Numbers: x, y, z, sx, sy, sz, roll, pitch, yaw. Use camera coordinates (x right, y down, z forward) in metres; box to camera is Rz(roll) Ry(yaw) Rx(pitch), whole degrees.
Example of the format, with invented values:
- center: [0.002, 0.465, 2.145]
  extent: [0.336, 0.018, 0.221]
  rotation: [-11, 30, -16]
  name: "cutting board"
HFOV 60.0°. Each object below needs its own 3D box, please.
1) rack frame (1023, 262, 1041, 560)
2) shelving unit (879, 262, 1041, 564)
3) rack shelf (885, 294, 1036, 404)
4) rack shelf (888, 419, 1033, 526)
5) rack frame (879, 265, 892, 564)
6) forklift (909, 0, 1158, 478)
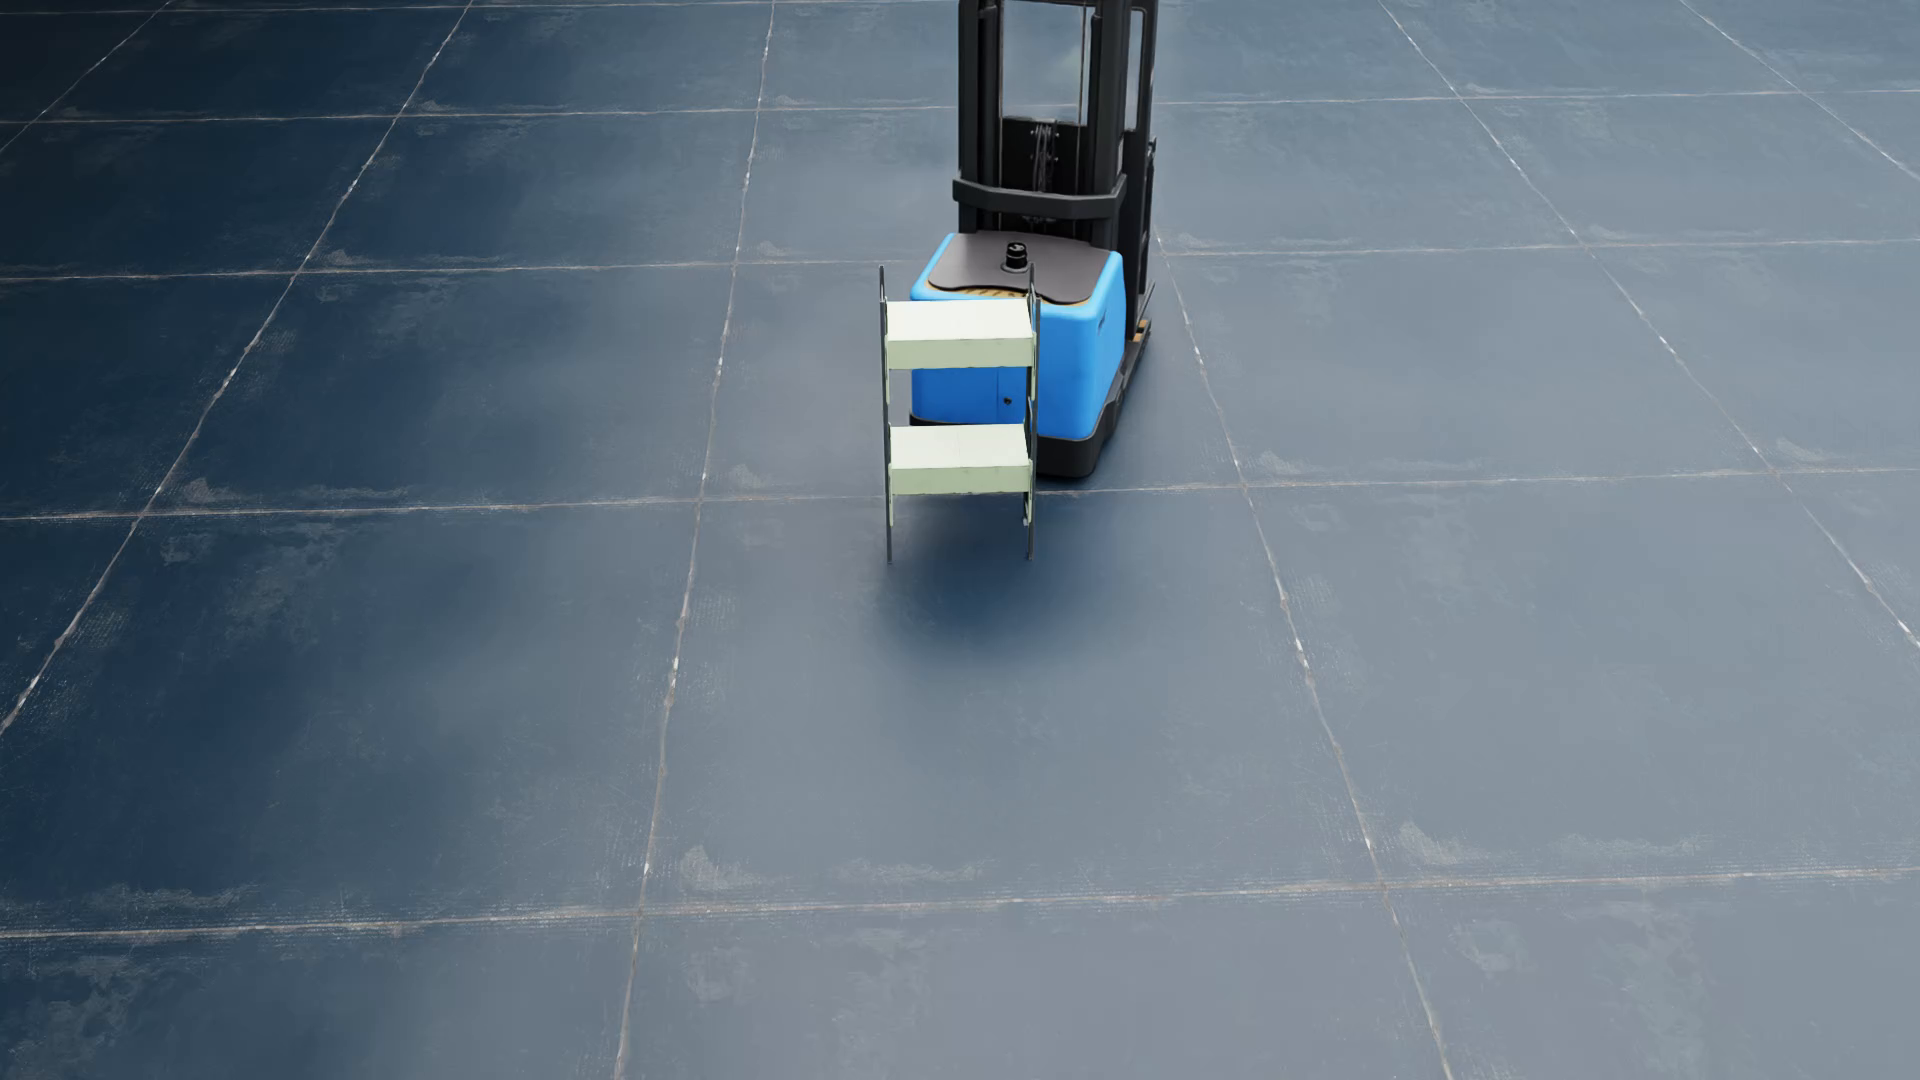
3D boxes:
- center: [0.359, -0.626, 8.373]
  extent: [0.023, 1.500, 0.400]
  rotation: [-2, 35, -2]
  name: "rack frame"
- center: [-0.007, -0.617, 8.359]
  extent: [0.755, 1.500, 0.431]
  rotation: [-2, 35, -2]
  name: "shelving unit"
- center: [-0.007, -0.937, 8.137]
  extent: [0.720, 0.370, 0.431]
  rotation: [-2, 35, -2]
  name: "rack shelf"
- center: [-0.007, -0.348, 8.545]
  extent: [0.720, 0.370, 0.431]
  rotation: [-2, 35, -2]
  name: "rack shelf"
- center: [-0.372, -0.607, 8.345]
  extent: [0.023, 1.500, 0.400]
  rotation: [-2, 35, -2]
  name: "rack frame"
- center: [0.593, -2.385, 9.656]
  extent: [1.130, 2.935, 3.031]
  rotation: [9, 36, 12]
  name: "forklift"
